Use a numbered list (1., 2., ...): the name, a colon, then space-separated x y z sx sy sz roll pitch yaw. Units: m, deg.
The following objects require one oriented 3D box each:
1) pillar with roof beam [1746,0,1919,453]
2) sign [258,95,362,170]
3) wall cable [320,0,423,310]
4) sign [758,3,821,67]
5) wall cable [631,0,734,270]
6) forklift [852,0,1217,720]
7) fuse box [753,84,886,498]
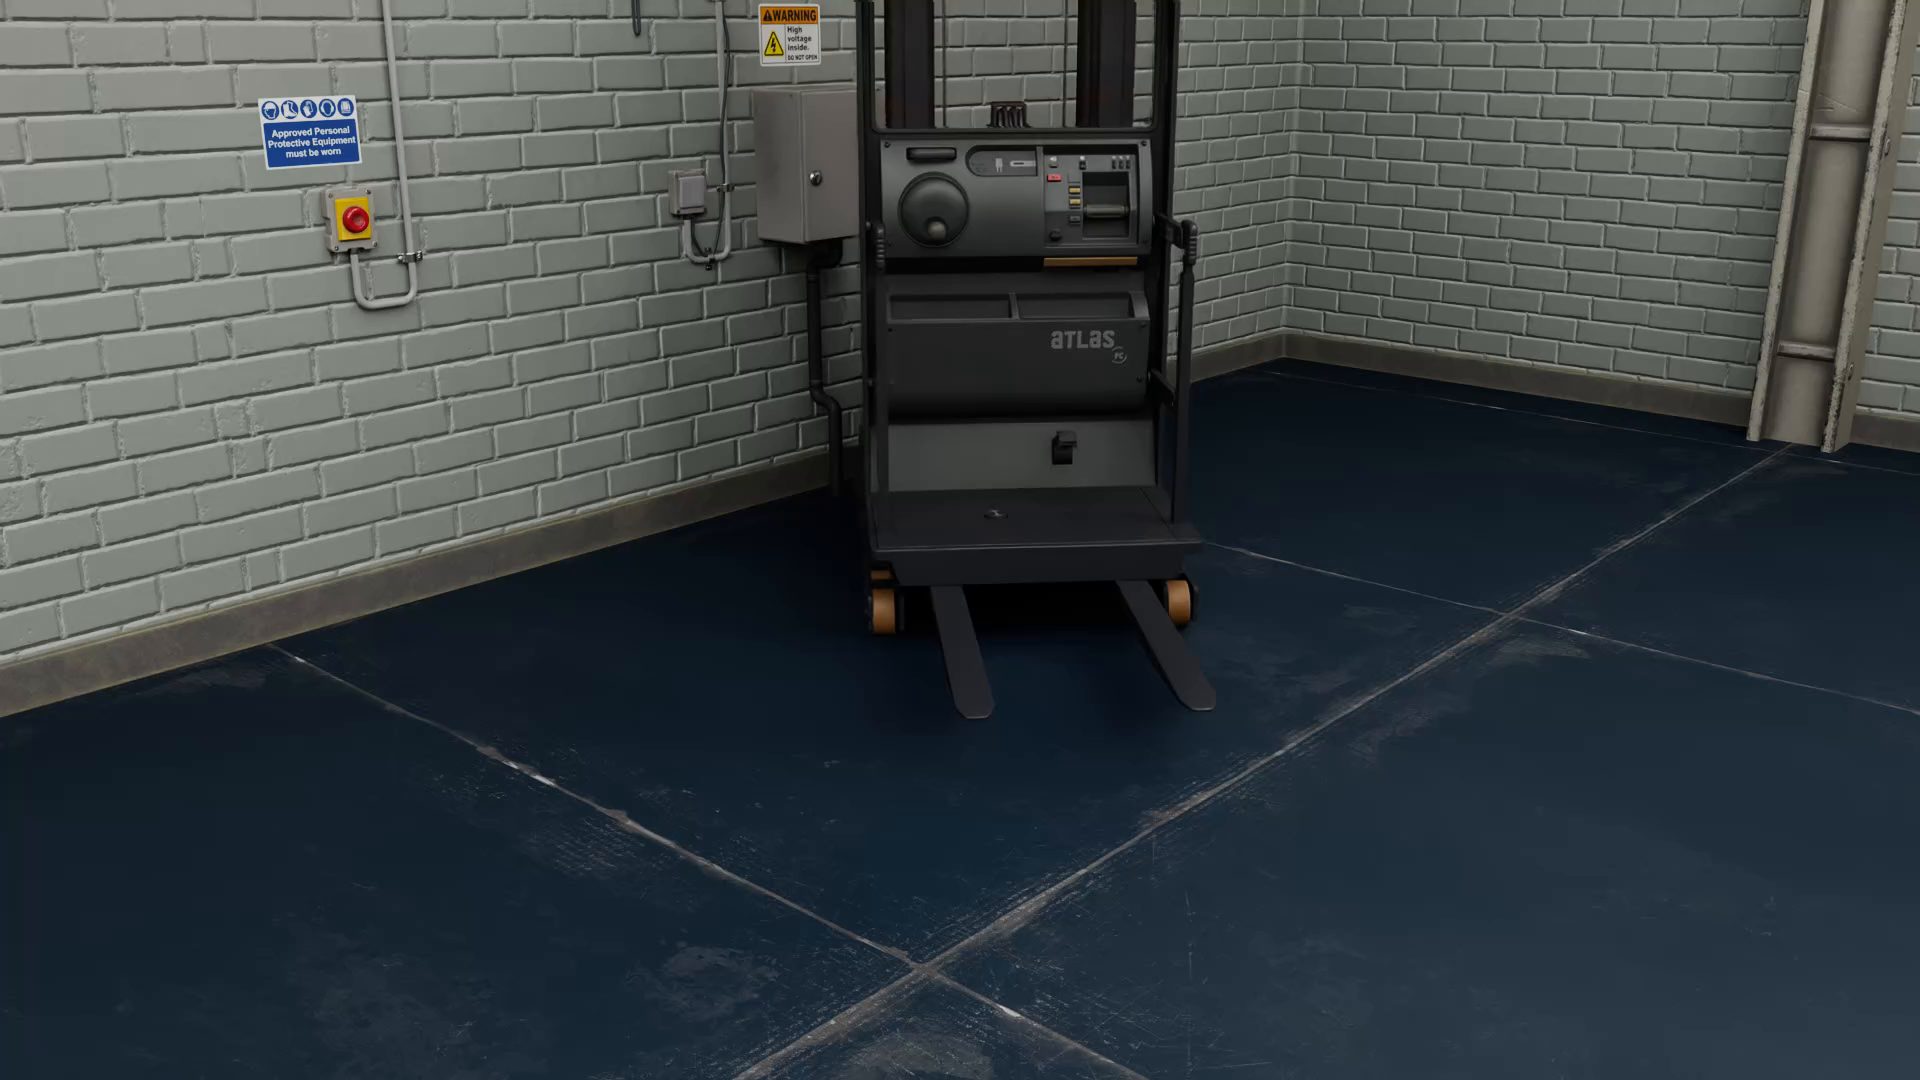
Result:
1. pillar with roof beam: 1.250 -3.804 3.721 0.400 9.000 9.100 15 23 39
2. sign: -2.076 -1.306 5.323 0.001 0.218 0.327 15 23 39
3. wall cable: -1.999 -1.675 5.201 0.123 1.953 0.585 15 23 39
4. sign: -0.687 -2.045 6.731 0.001 0.242 0.339 15 23 39
5. wall cable: -1.066 -1.984 6.224 0.122 1.984 0.588 15 23 39
6. forklift: 0.215 -1.179 5.481 1.130 2.935 3.031 -2 18 -5
7. fuse box: -0.495 -1.008 6.959 0.414 1.711 0.539 15 23 39
